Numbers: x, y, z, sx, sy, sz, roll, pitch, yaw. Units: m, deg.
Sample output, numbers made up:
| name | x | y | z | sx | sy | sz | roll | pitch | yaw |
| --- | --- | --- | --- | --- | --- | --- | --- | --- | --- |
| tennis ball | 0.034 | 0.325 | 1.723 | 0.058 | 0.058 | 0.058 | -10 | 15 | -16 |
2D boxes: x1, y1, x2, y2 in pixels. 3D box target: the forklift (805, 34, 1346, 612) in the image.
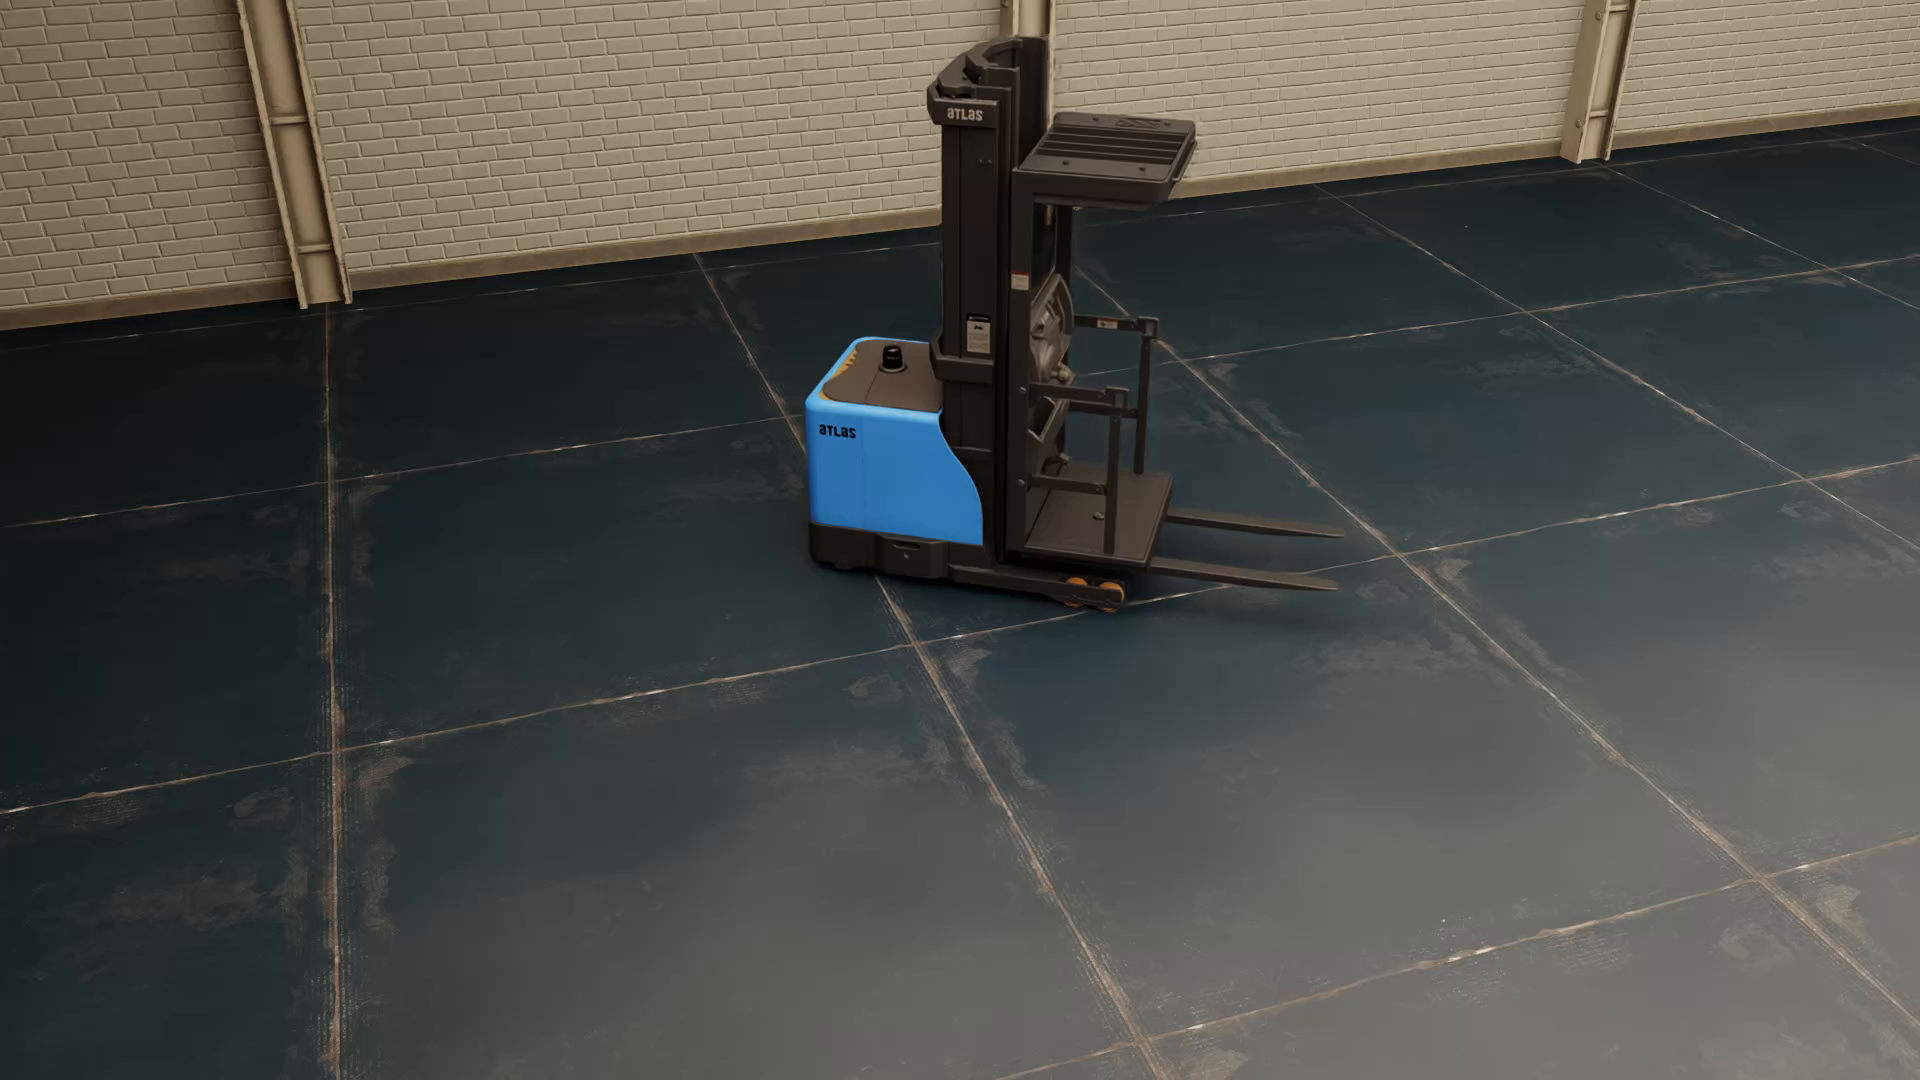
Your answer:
| name | x | y | z | sx | sy | sz | roll | pitch | yaw |
| --- | --- | --- | --- | --- | --- | --- | --- | --- | --- |
| forklift | 0.693 | -1.159 | 9.102 | 3.031 | 2.935 | 1.130 | 8 | 31 | 13 |
